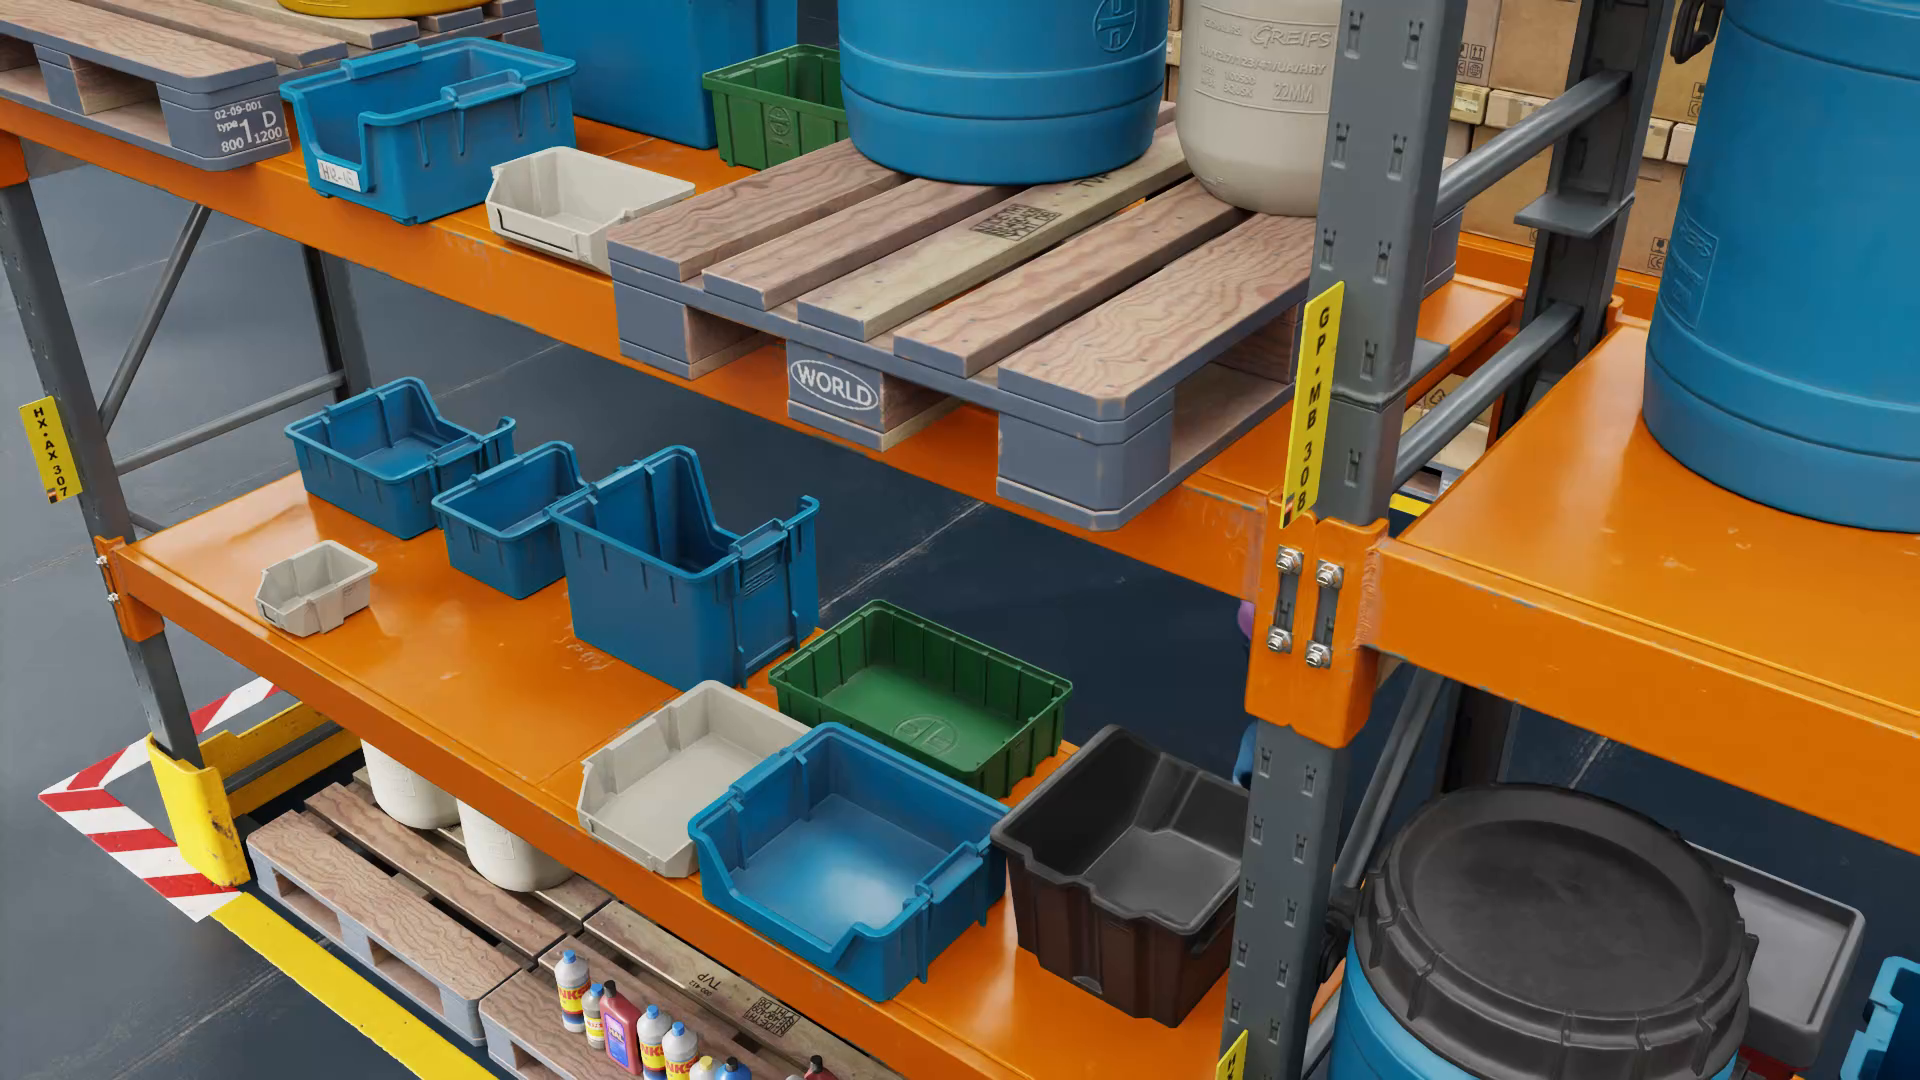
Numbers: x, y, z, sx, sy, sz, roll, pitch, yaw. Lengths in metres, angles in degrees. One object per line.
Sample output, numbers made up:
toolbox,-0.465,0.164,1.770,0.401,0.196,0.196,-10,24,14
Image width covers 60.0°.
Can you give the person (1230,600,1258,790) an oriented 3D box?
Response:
person,1.192,0.329,5.609,0.508,1.598,0.375,21,37,30
